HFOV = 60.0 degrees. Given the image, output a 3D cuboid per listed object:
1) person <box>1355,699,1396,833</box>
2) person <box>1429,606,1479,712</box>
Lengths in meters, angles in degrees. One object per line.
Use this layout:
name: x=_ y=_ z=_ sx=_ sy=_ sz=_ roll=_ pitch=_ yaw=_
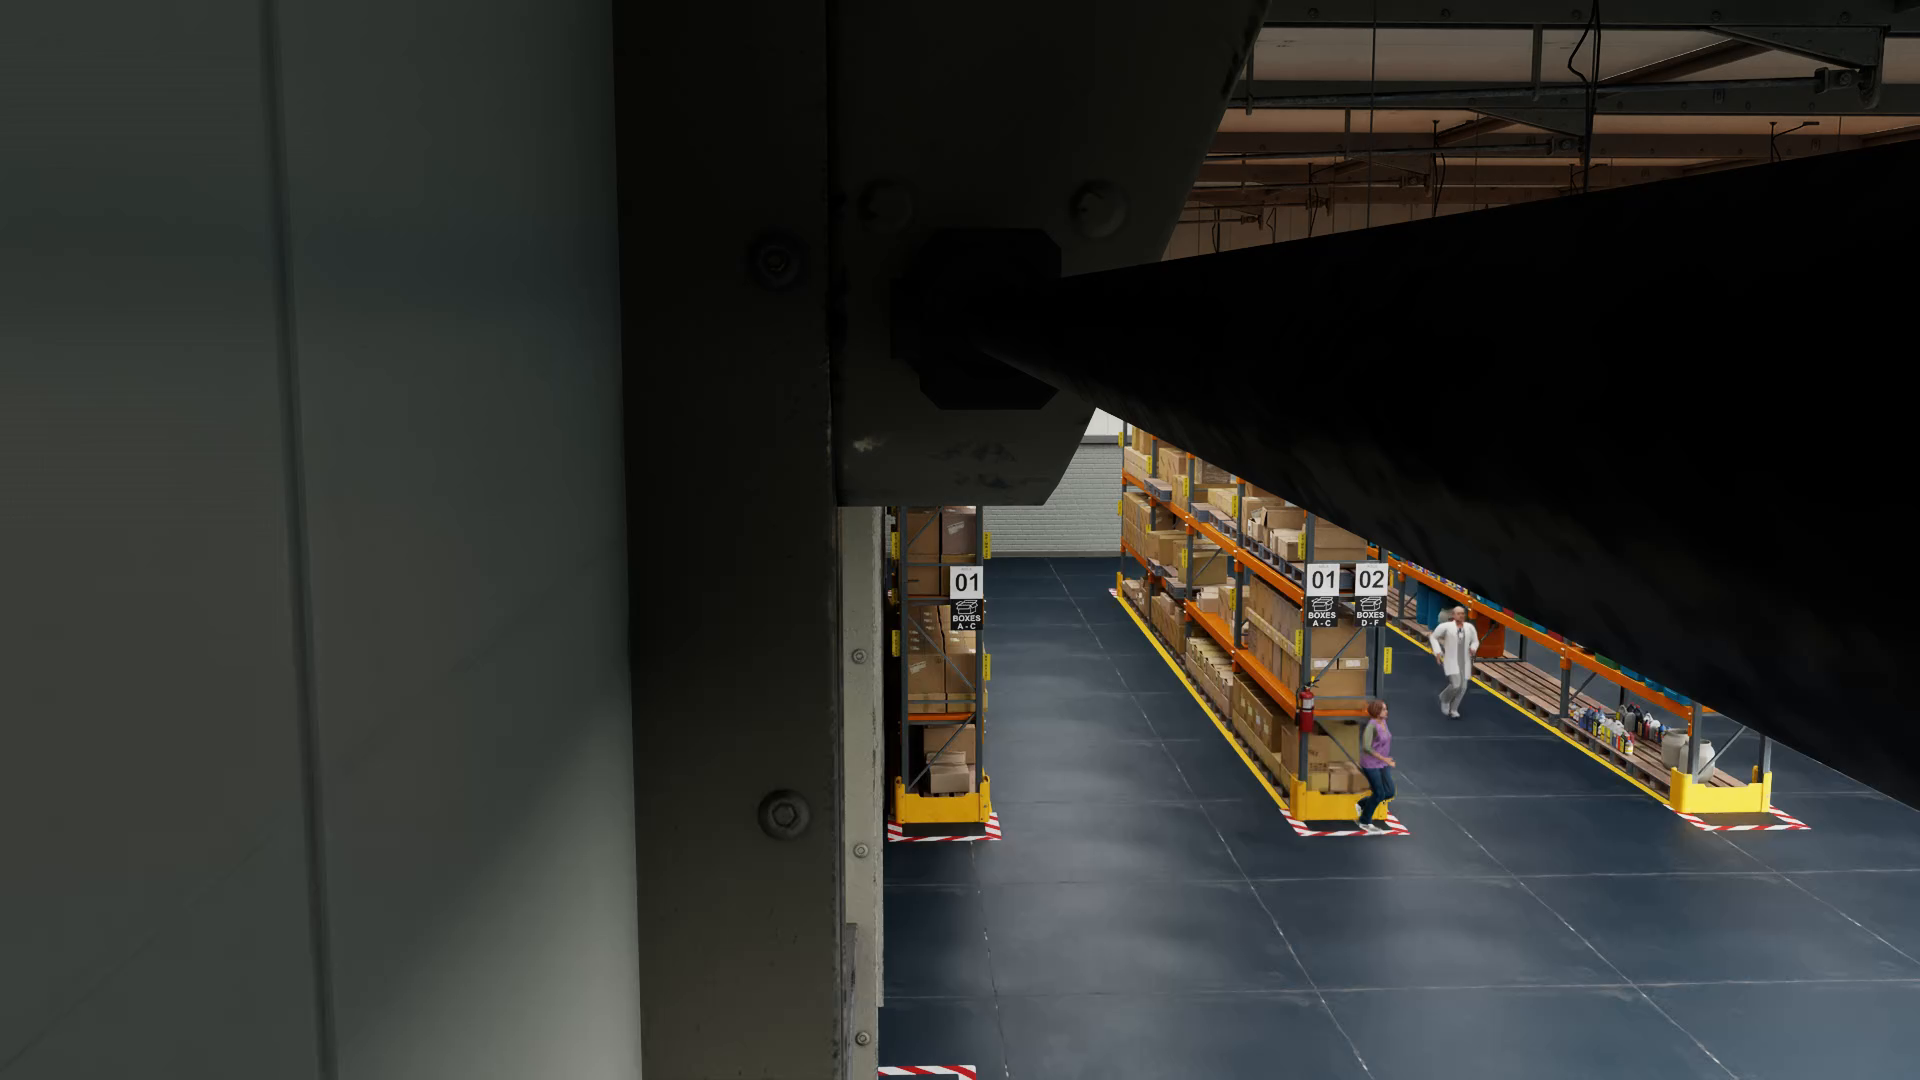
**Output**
person: x=4.807 y=2.601 z=19.152 sx=0.518 sy=1.565 sz=0.580 roll=6 pitch=10 yaw=35
person: x=7.632 y=1.859 z=25.483 sx=0.704 sy=1.674 sz=0.645 roll=-1 pitch=8 yaw=-8
